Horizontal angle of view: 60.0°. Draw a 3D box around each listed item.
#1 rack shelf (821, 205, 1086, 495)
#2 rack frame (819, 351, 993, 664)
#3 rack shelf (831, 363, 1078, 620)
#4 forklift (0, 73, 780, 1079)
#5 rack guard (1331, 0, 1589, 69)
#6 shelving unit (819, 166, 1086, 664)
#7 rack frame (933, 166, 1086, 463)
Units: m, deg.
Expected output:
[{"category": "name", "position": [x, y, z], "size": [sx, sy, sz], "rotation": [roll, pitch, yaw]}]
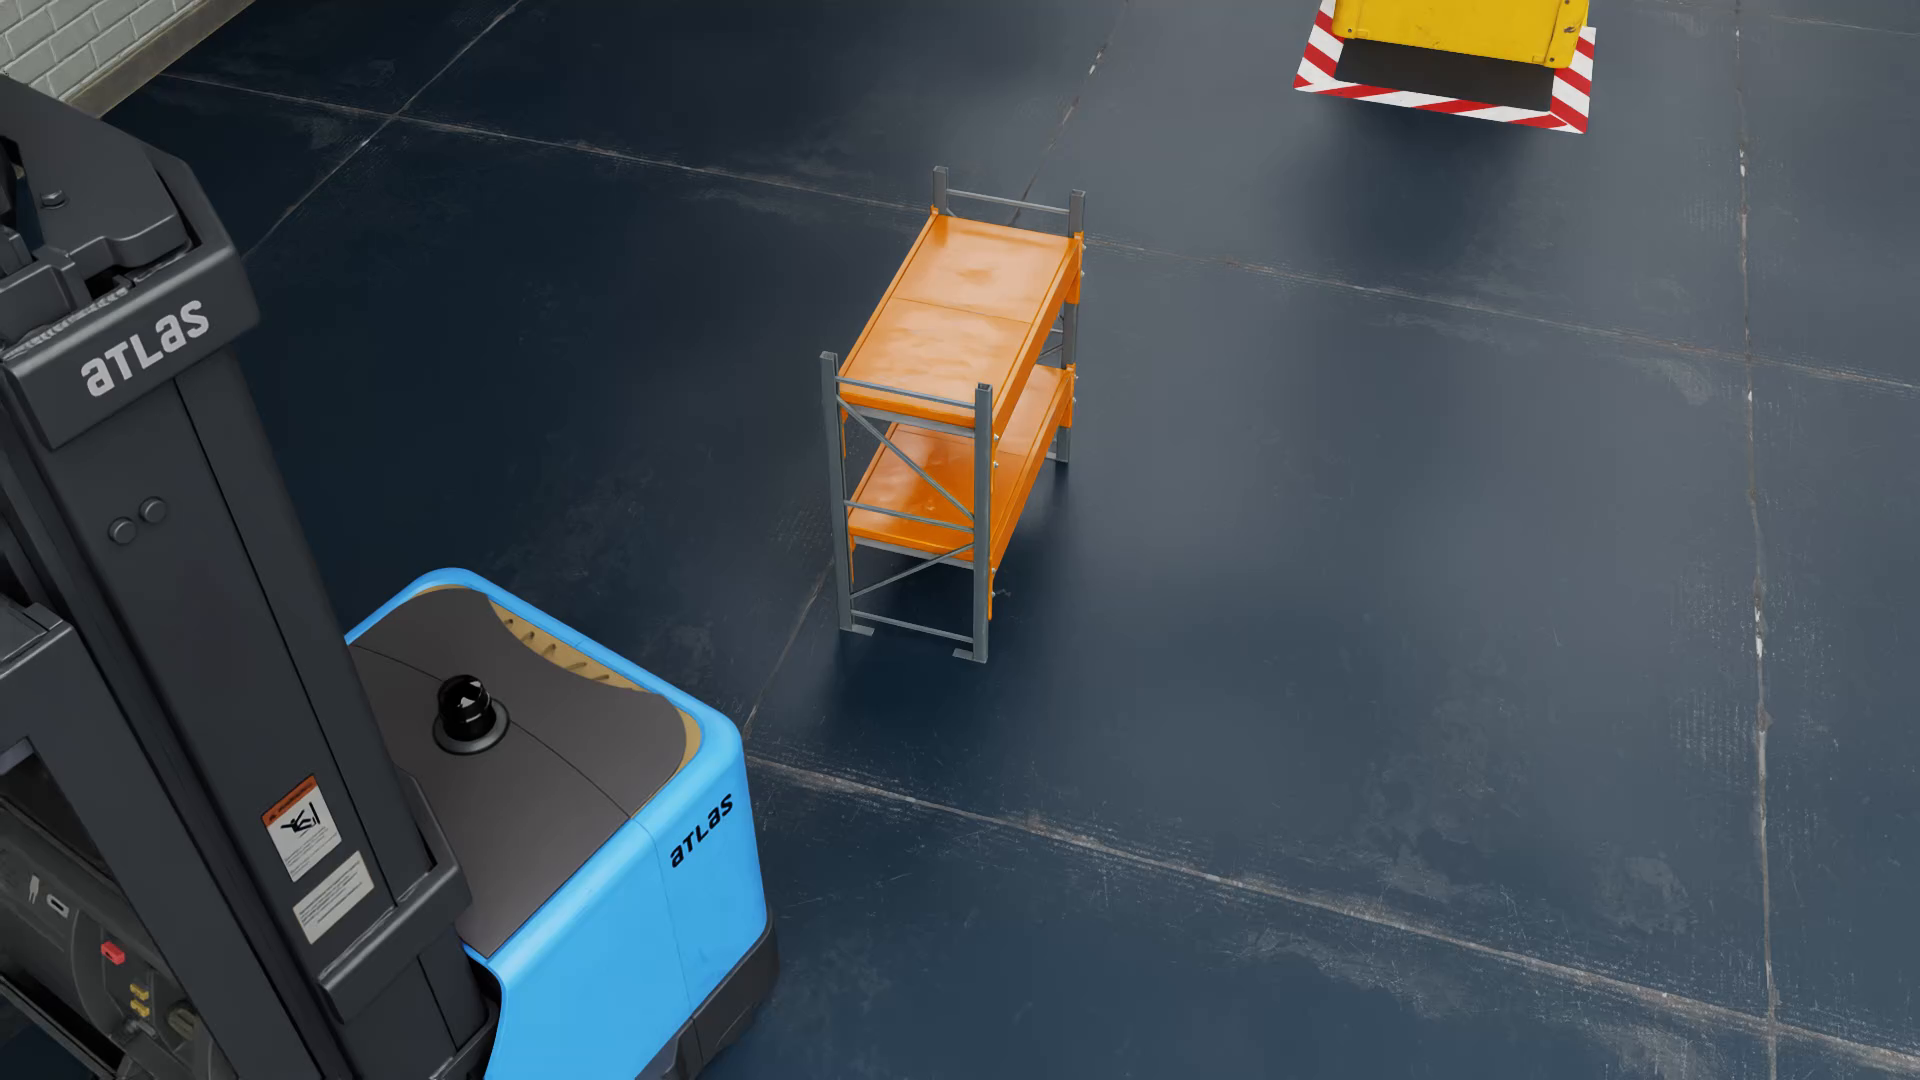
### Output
[{"category": "rack shelf", "position": [0.002, -0.616, 5.156], "size": [0.538, 0.278, 1.000], "rotation": [13, 46, 13]}, {"category": "rack frame", "position": [-0.152, -0.068, 5.015], "size": [0.500, 1.125, 0.032], "rotation": [13, 46, 13]}, {"category": "rack shelf", "position": [0.002, -0.232, 5.532], "size": [0.538, 0.278, 1.000], "rotation": [13, 46, 13]}, {"category": "forklift", "position": [-1.730, 0.805, 2.832], "size": [1.130, 2.935, 3.031], "rotation": [26, 50, 24]}, {"category": "rack guard", "position": [2.461, -2.700, 8.152], "size": [1.175, 0.500, 0.348], "rotation": [13, 46, 13]}, {"category": "shelving unit", "position": [0.002, -0.407, 5.361], "size": [0.538, 1.125, 1.048], "rotation": [13, 46, 13]}, {"category": "rack frame", "position": [0.156, -0.745, 5.707], "size": [0.500, 1.125, 0.032], "rotation": [13, 46, 13]}]
